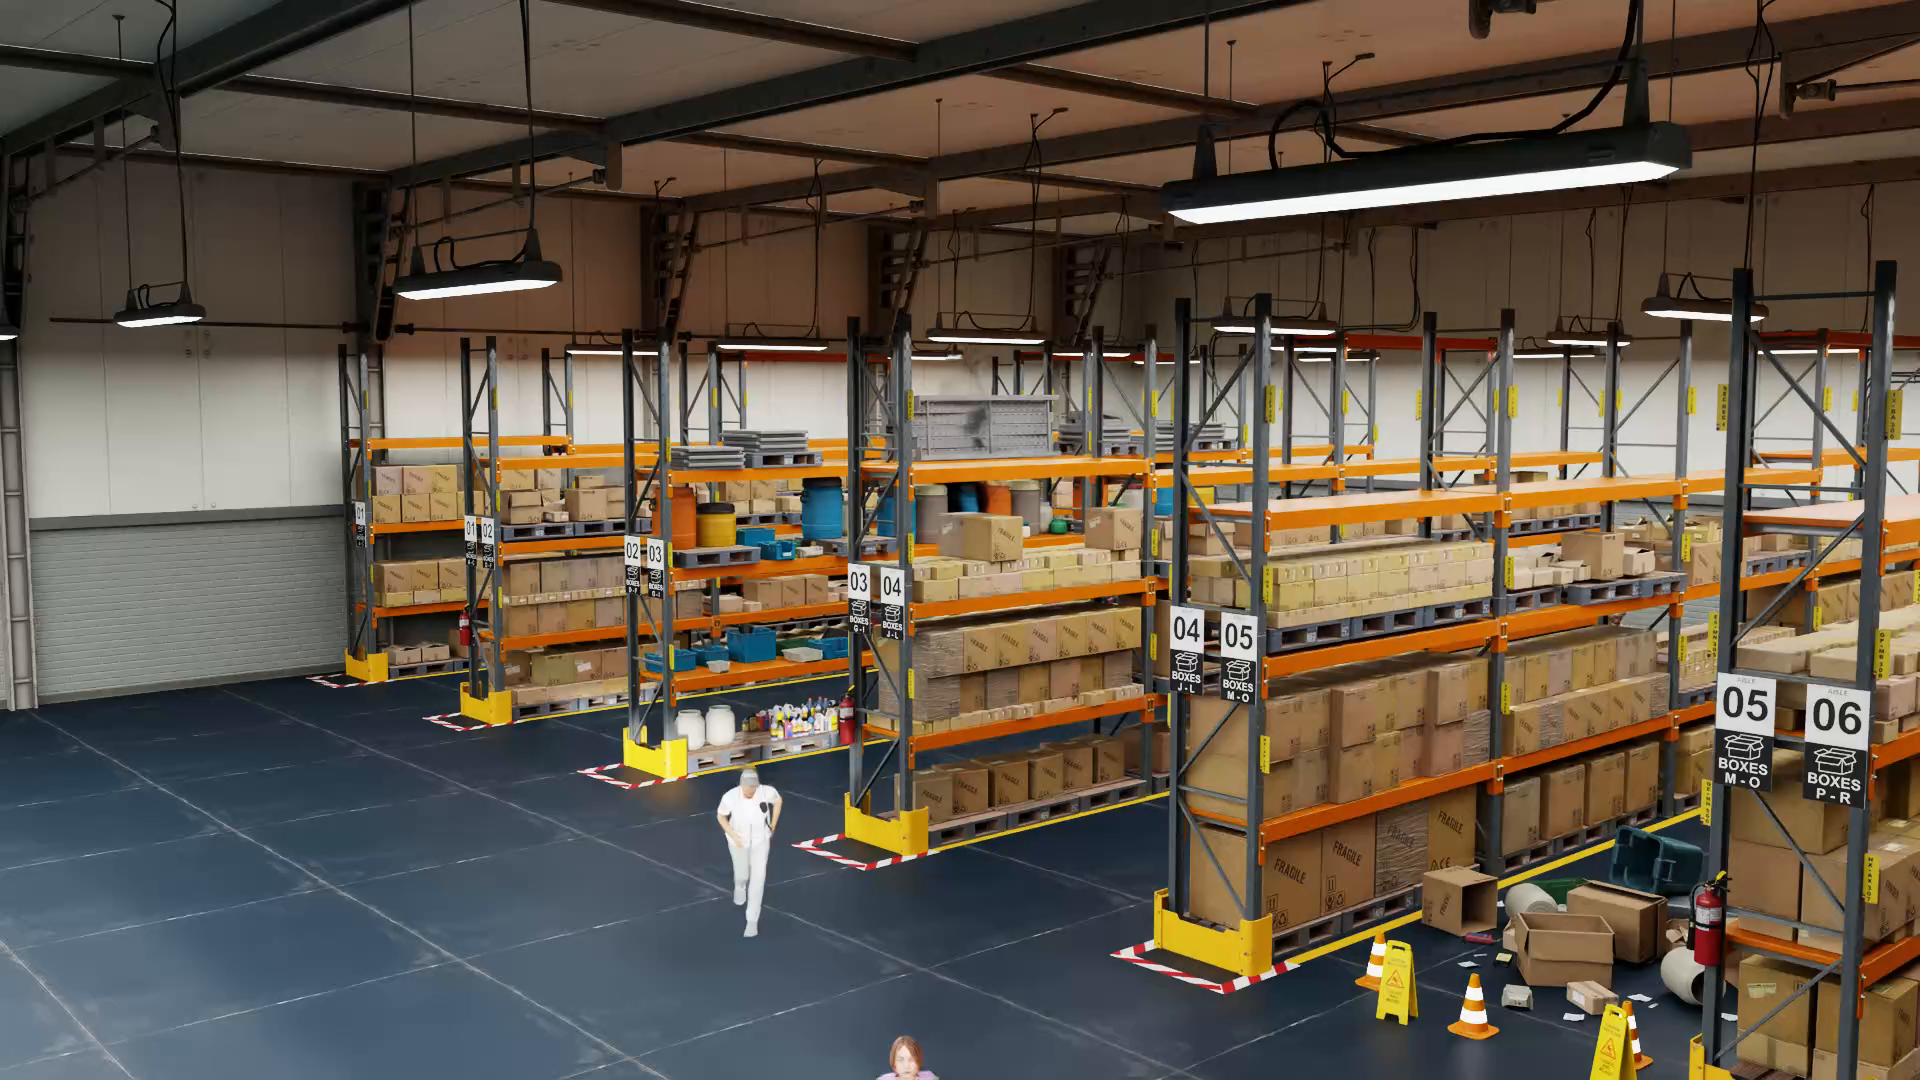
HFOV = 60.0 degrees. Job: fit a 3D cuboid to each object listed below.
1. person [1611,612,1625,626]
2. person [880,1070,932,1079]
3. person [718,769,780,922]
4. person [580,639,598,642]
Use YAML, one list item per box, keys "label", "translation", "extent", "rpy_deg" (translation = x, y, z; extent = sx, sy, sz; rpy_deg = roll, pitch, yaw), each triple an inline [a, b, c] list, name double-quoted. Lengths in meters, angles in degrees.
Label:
- label: "person"
  translation: [10.539, 1.514, 26.725]
  extent: [0.541, 0.839, 0.371]
  rpy_deg: [4, 7, 38]
- label: "person"
  translation: [-0.292, 3.649, 9.354]
  extent: [0.348, 1.346, 0.515]
  rpy_deg: [0, 5, 3]
- label: "person"
  translation: [-2.054, 2.884, 16.114]
  extent: [0.600, 1.492, 0.970]
  rpy_deg: [-1, 5, -14]
- label: "person"
  translation: [-6.483, 1.728, 29.573]
  extent: [0.521, 1.319, 0.755]
  rpy_deg: [4, 6, 36]
